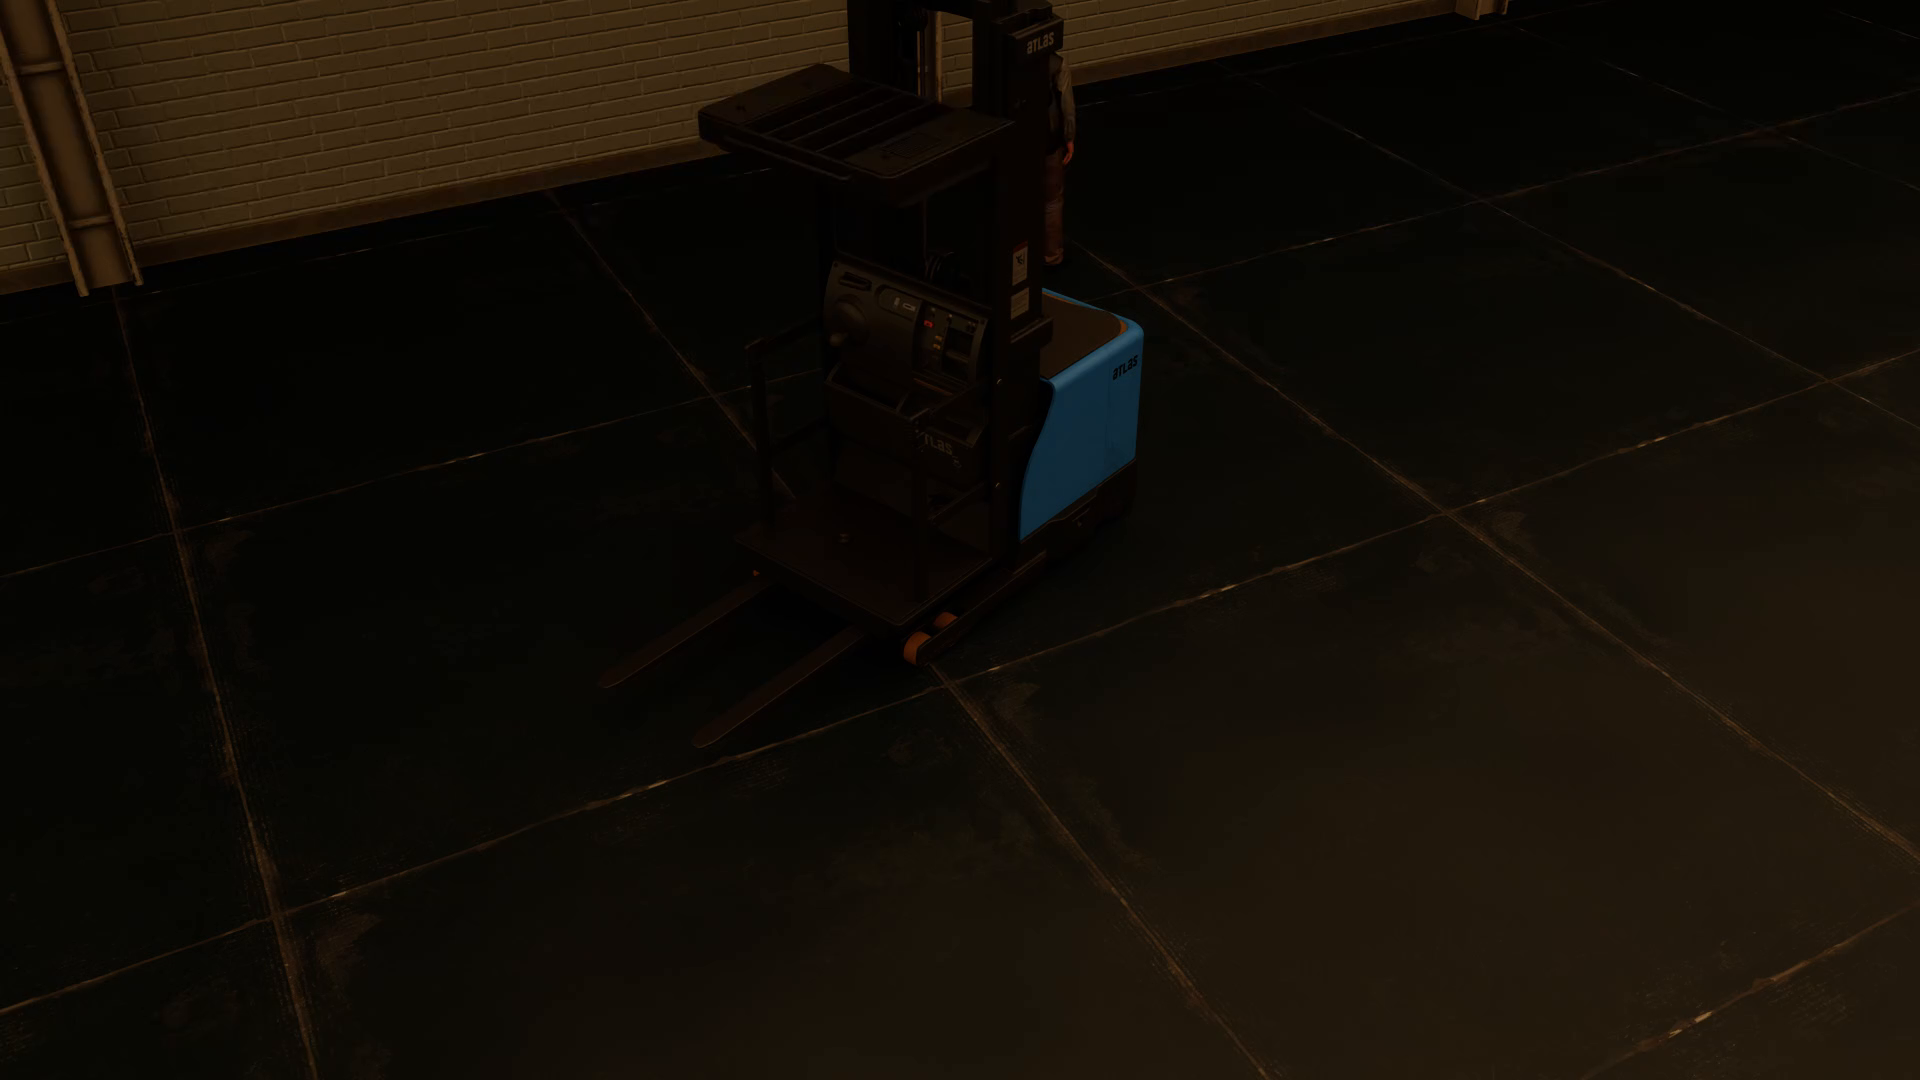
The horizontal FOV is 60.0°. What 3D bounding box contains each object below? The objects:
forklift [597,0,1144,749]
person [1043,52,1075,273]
[{"bbox_3d":[-0.390,-0.927,7.434,1.130,2.935,3.031,26,43,31],"label":"forklift"},{"bbox_3d":[0.452,-2.565,10.801,0.594,1.721,0.421,4,35,5],"label":"person"}]
